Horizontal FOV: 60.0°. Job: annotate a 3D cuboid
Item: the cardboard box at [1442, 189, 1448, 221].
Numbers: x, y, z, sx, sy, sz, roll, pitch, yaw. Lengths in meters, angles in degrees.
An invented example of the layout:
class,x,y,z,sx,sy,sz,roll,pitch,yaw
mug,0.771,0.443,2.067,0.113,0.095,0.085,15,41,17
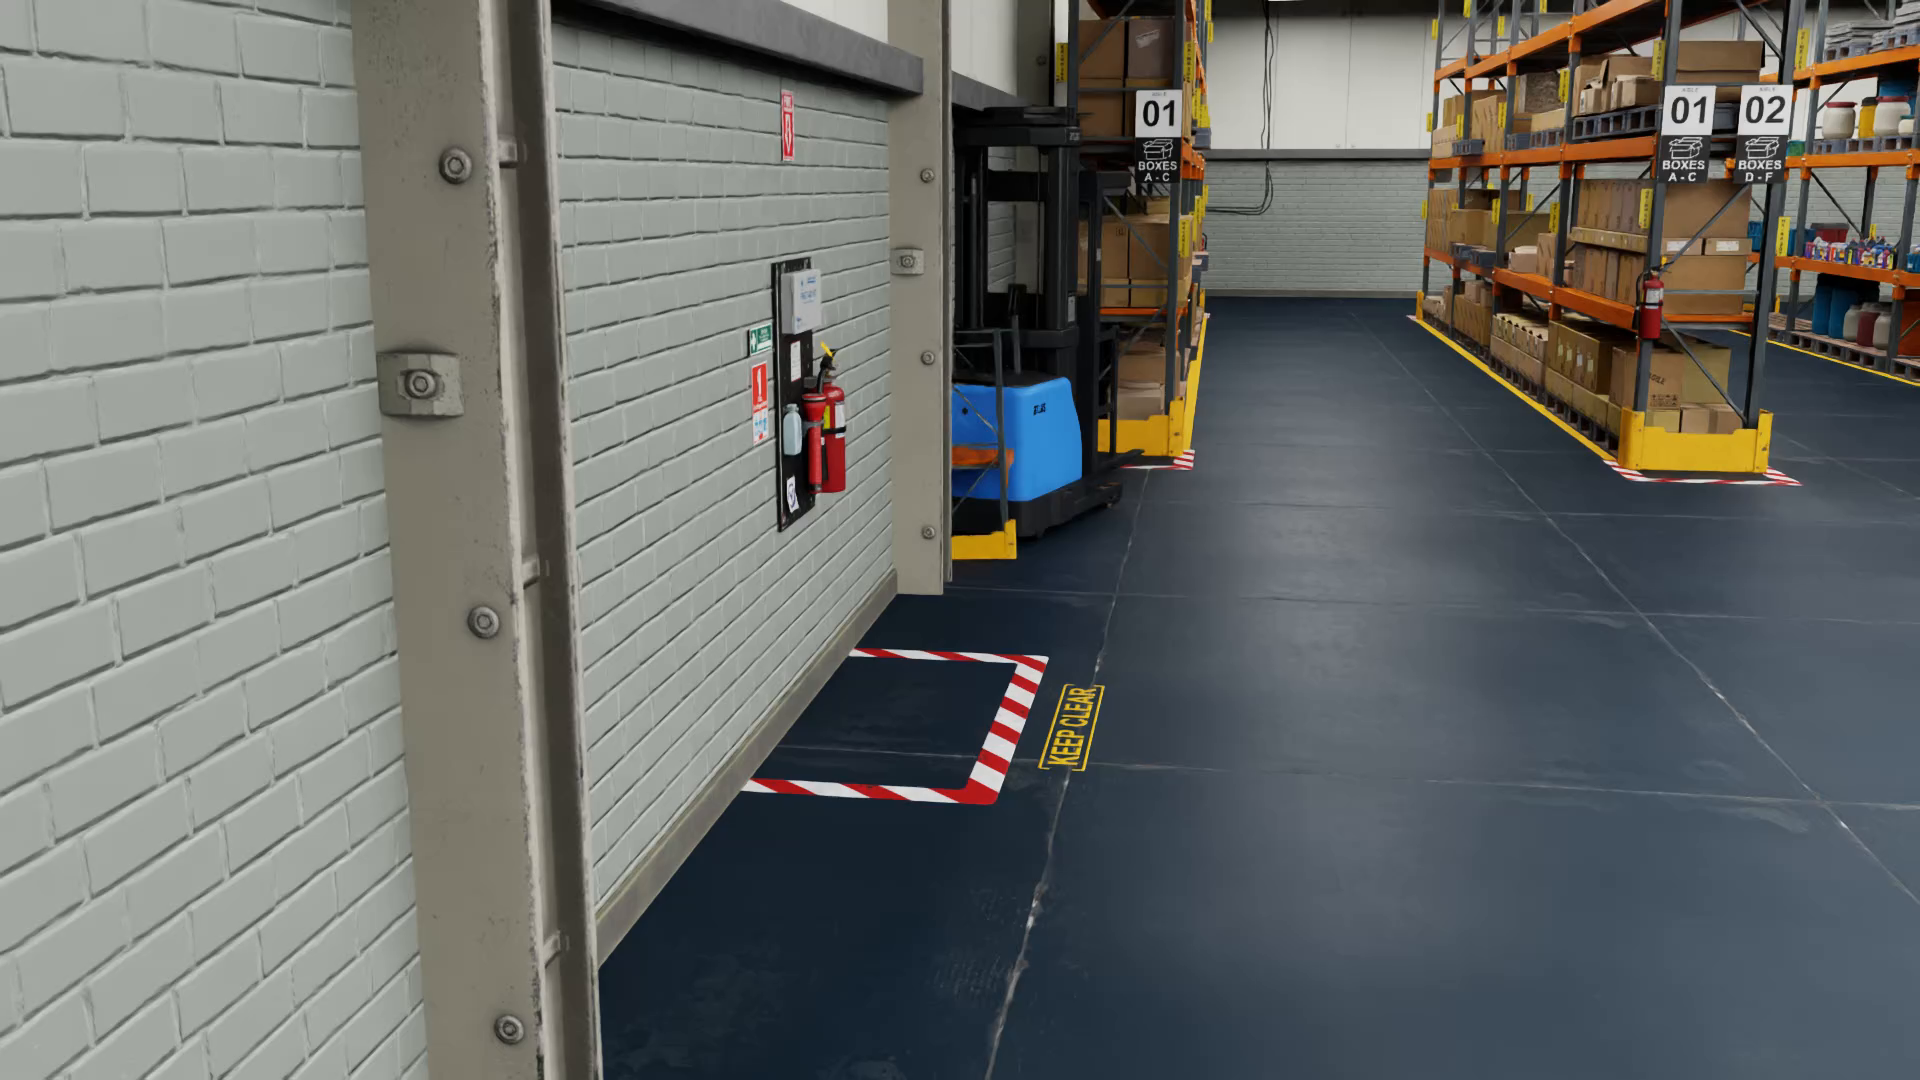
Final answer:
class,x,y,z,sx,sy,sz,roll,pitch,yaw
cardboard box,8.155,-5.459,27.092,0.500,0.500,0.500,2,12,9

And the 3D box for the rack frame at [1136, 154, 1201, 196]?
class,x,y,z,sx,sy,sz,roll,pitch,yaw
rack frame,3.284,-4.755,26.439,1.000,3.000,0.127,2,12,9

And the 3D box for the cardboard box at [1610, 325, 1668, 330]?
class,x,y,z,sx,sy,sz,roll,pitch,yaw
cardboard box,7.005,-1.951,17.175,0.500,0.500,0.500,2,12,9

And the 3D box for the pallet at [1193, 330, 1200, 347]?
class,x,y,z,sx,sy,sz,roll,pitch,yaw
pallet,3.055,-2.975,24.795,1.003,0.211,1.213,2,12,9

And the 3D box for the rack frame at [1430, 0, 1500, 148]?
class,x,y,z,sx,sy,sz,roll,pitch,yaw
rack frame,8.795,-8.361,28.930,1.000,3.000,0.127,2,12,9

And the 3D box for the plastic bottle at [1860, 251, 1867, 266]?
class,x,y,z,sx,sy,sz,roll,pitch,yaw
plastic bottle,12.275,-3.816,22.552,0.097,0.201,0.097,0,12,0

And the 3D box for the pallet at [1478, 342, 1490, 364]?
class,x,y,z,sx,sy,sz,roll,pitch,yaw
pallet,7.717,-2.554,22.844,1.003,0.211,1.213,2,12,9

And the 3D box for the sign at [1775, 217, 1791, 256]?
class,x,y,z,sx,sy,sz,roll,pitch,yaw
sign,6.881,-2.540,13.918,0.100,0.325,0.005,2,12,9

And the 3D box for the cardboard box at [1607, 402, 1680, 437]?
class,x,y,z,sx,sy,sz,roll,pitch,yaw
cardboard box,6.124,-1.080,14.915,0.500,0.250,0.500,2,12,9

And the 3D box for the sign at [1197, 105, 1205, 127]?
class,x,y,z,sx,sy,sz,roll,pitch,yaw
sign,3.205,-5.624,22.122,0.100,0.325,0.005,2,12,9

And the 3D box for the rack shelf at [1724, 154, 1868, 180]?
class,x,y,z,sx,sy,sz,roll,pitch,yaw
rack shelf,13.381,-5.965,26.641,1.077,0.370,4.000,2,12,9

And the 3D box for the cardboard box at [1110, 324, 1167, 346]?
class,x,y,z,sx,sy,sz,roll,pitch,yaw
cardboard box,2.180,-2.346,20.149,0.700,0.500,0.500,2,12,8

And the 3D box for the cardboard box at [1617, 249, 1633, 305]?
class,x,y,z,sx,sy,sz,roll,pitch,yaw
cardboard box,6.576,-2.456,15.532,0.700,0.500,0.500,2,12,9

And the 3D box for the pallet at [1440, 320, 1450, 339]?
class,x,y,z,sx,sy,sz,roll,pitch,yaw
pallet,8.286,-3.375,26.655,1.003,0.211,1.213,2,12,9

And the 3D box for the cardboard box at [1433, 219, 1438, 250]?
class,x,y,z,sx,sy,sz,roll,pitch,yaw
cardboard box,8.312,-5.181,28.179,0.500,0.500,0.500,2,12,8

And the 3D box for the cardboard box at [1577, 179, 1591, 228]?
class,x,y,z,sx,sy,sz,roll,pitch,yaw
cardboard box,6.887,-3.521,17.394,0.700,0.500,0.500,2,12,9

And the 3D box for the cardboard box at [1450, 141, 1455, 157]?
class,x,y,z,sx,sy,sz,roll,pitch,yaw
cardboard box,8.079,-6.202,26.389,0.500,0.250,0.500,2,12,9

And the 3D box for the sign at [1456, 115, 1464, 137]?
class,x,y,z,sx,sy,sz,roll,pitch,yaw
sign,7.642,-6.331,25.402,0.100,0.325,0.005,2,12,9

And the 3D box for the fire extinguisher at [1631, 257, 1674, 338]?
class,x,y,z,sx,sy,sz,roll,pitch,yaw
fire extinguisher,5.857,-2.050,14.071,0.296,0.674,0.183,2,12,9

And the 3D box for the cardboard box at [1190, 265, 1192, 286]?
class,x,y,z,sx,sy,sz,roll,pitch,yaw
cardboard box,2.280,-2.918,18.222,0.500,0.250,0.500,2,12,9

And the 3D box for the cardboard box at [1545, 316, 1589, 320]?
class,x,y,z,sx,sy,sz,roll,pitch,yaw
cardboard box,7.654,-2.673,20.975,0.500,0.311,0.500,2,12,8

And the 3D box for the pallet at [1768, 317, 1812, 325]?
class,x,y,z,sx,sy,sz,roll,pitch,yaw
pallet,13.333,-3.480,27.141,1.003,0.211,1.213,2,12,9

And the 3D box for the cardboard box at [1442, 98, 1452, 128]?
class,x,y,z,sx,sy,sz,roll,pitch,yaw
cardboard box,8.571,-7.224,28.161,0.700,0.500,0.500,2,12,9

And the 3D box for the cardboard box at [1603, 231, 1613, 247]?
class,x,y,z,sx,sy,sz,roll,pitch,yaw
cardboard box,6.482,-2.924,16.165,0.380,0.149,0.250,2,12,8

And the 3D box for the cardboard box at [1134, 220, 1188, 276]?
class,x,y,z,sx,sy,sz,roll,pitch,yaw
cardboard box,1.895,-2.753,15.675,0.500,0.500,0.500,2,12,9

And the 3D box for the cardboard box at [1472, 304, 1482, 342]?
class,x,y,z,sx,sy,sz,roll,pitch,yaw
cardboard box,7.556,-3.066,23.490,0.500,0.500,0.500,1,12,7

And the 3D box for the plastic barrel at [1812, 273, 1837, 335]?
class,x,y,z,sx,sy,sz,roll,pitch,yaw
plastic barrel,12.973,-3.501,24.604,0.600,0.901,0.708,2,12,9

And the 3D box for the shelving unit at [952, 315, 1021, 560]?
class,x,y,z,sx,sy,sz,roll,pitch,yaw
shelving unit,0.118,-0.717,11.229,0.587,1.500,1.083,-1,12,9

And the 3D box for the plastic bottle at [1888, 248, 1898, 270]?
class,x,y,z,sx,sy,sz,roll,pitch,yaw
plastic bottle,12.099,-3.643,21.553,0.061,0.283,0.133,2,12,9

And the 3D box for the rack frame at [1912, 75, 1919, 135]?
class,x,y,z,sx,sy,sz,roll,pitch,yaw
rack frame,12.458,-6.534,20.454,1.000,3.000,0.127,2,12,9

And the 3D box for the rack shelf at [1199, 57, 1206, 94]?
class,x,y,z,sx,sy,sz,roll,pitch,yaw
rack shelf,2.977,-6.725,23.993,1.077,0.370,4.000,2,12,9

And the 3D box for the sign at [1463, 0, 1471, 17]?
class,x,y,z,sx,sy,sz,roll,pitch,yaw
sign,7.646,-8.045,25.059,0.100,0.325,0.005,2,12,9

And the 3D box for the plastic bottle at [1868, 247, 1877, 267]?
class,x,y,z,sx,sy,sz,roll,pitch,yaw
plastic bottle,12.230,-3.789,22.262,0.097,0.271,0.097,0,12,0

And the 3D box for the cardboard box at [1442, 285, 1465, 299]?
class,x,y,z,sx,sy,sz,roll,pitch,yaw
cardboard box,8.463,-3.982,27.730,0.797,0.503,0.637,2,12,9

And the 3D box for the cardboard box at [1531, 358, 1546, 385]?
class,x,y,z,sx,sy,sz,roll,pitch,yaw
cardboard box,6.726,-1.887,18.660,0.500,0.250,0.500,2,12,8

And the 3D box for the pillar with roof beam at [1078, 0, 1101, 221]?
class,x,y,z,sx,sy,sz,roll,pitch,yaw
pillar with roof beam,5.868,-6.473,20.171,9.100,9.000,0.400,2,12,9

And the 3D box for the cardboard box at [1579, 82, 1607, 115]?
class,x,y,z,sx,sy,sz,roll,pitch,yaw
cardboard box,6.528,-4.418,16.637,0.500,0.311,0.500,1,12,6

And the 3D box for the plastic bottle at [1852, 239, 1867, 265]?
class,x,y,z,sx,sy,sz,roll,pitch,yaw
plastic bottle,12.340,-3.945,22.798,0.144,0.351,0.185,2,12,9

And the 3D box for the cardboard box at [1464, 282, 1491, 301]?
class,x,y,z,sx,sy,sz,roll,pitch,yaw
cardboard box,7.711,-3.654,24.440,0.500,0.250,0.500,2,12,9

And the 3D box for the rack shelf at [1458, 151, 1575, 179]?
class,x,y,z,sx,sy,sz,roll,pitch,yaw
rack shelf,7.872,-5.294,23.526,1.077,0.370,4.000,2,12,9

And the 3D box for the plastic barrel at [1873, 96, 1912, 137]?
class,x,y,z,sx,sy,sz,roll,pitch,yaw
plastic barrel,12.582,-5.714,22.447,0.433,0.535,0.433,0,12,0

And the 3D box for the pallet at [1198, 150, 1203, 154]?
class,x,y,z,sx,sy,sz,roll,pitch,yaw
pallet,2.716,-5.433,22.909,1.213,0.211,1.003,2,12,11

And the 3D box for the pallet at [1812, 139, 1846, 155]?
class,x,y,z,sx,sy,sz,roll,pitch,yaw
pallet,13.049,-5.642,23.882,1.213,0.211,1.003,2,12,9

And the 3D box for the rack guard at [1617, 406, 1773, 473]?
class,x,y,z,sx,sy,sz,roll,pitch,yaw
rack guard,6.330,-0.871,14.347,1.175,0.500,0.348,2,12,9

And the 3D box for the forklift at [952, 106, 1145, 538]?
class,x,y,z,sx,sy,sz,roll,pitch,yaw
forklift,0.612,-1.713,12.483,1.130,2.935,3.031,6,13,24

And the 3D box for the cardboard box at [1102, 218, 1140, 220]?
class,x,y,z,sx,sy,sz,roll,pitch,yaw
cardboard box,1.541,-2.983,16.741,0.500,0.500,0.500,2,12,9

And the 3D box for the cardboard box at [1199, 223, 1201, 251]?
class,x,y,z,sx,sy,sz,roll,pitch,yaw
cardboard box,3.501,-5.166,27.633,0.980,0.700,0.700,2,12,7

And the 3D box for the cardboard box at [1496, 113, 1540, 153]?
class,x,y,z,sx,sy,sz,roll,pitch,yaw
cardboard box,7.598,-5.370,21.934,0.910,0.500,0.500,2,12,9

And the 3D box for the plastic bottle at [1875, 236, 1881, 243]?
class,x,y,z,sx,sy,sz,roll,pitch,yaw
plastic bottle,13.255,-4.208,24.018,0.144,0.351,0.185,2,12,9

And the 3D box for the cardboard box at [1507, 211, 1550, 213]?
class,x,y,z,sx,sy,sz,roll,pitch,yaw
cardboard box,7.879,-4.336,23.260,0.700,0.500,0.500,4,13,19

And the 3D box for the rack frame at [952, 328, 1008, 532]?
class,x,y,z,sx,sy,sz,roll,pitch,yaw
rack frame,0.043,-0.608,10.728,0.500,1.500,0.032,-1,12,9

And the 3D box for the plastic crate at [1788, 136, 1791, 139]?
class,x,y,z,sx,sy,sz,roll,pitch,yaw
plastic crate,13.182,-6.394,27.070,0.504,0.338,0.767,2,12,9

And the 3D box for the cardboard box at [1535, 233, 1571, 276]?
class,x,y,z,sx,sy,sz,roll,pitch,yaw
cardboard box,7.322,-3.462,20.201,0.500,0.500,0.500,1,12,6

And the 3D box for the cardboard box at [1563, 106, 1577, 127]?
class,x,y,z,sx,sy,sz,roll,pitch,yaw
cardboard box,7.135,-4.771,18.751,0.500,0.250,0.500,1,12,3

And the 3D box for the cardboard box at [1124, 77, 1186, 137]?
class,x,y,z,sx,sy,sz,roll,pitch,yaw
cardboard box,1.737,-3.844,14.805,0.500,0.500,0.500,2,12,10
